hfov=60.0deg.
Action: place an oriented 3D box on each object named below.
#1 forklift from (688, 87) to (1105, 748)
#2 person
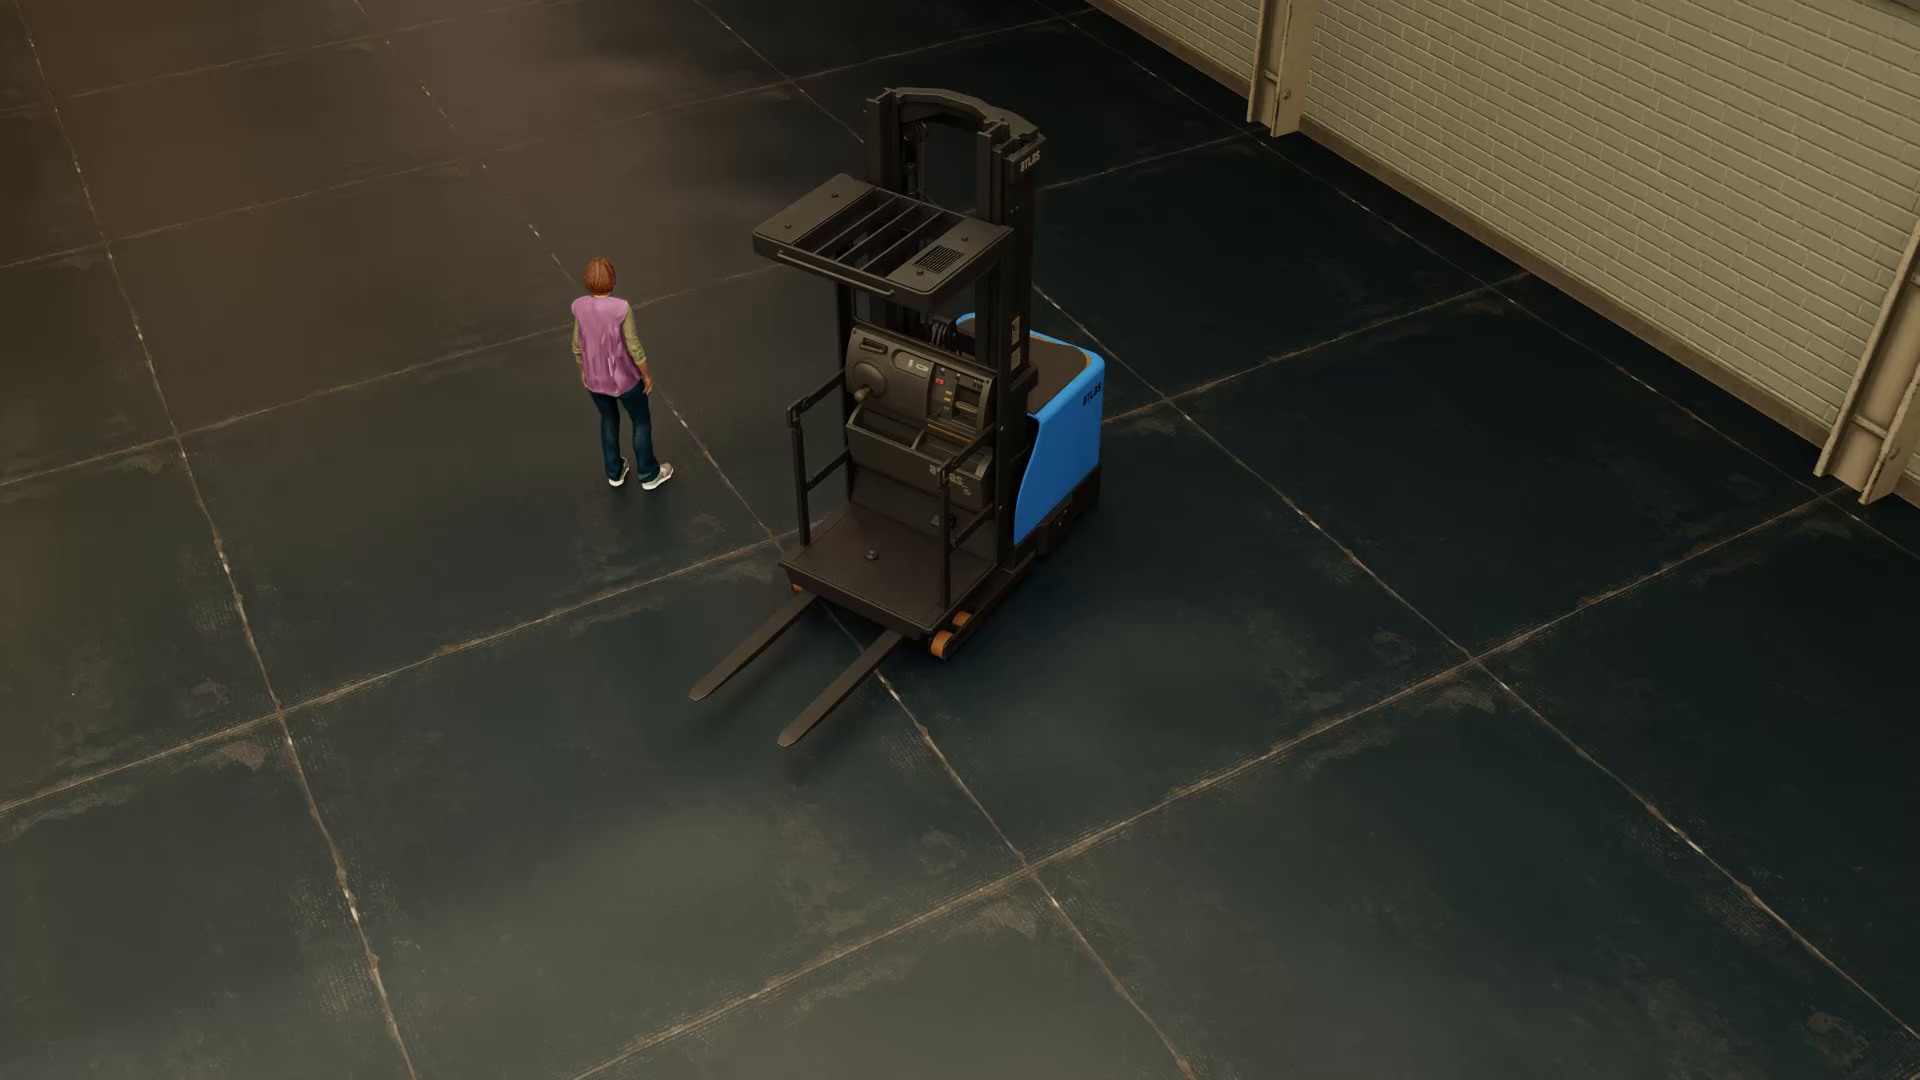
[{"bbox_3d":[-0.348,-0.796,8.995,1.130,2.935,3.031,23,45,25],"label":"forklift"},{"bbox_3d":[-2.131,-1.002,10.295,0.480,1.591,0.345,8,40,9],"label":"person"}]
